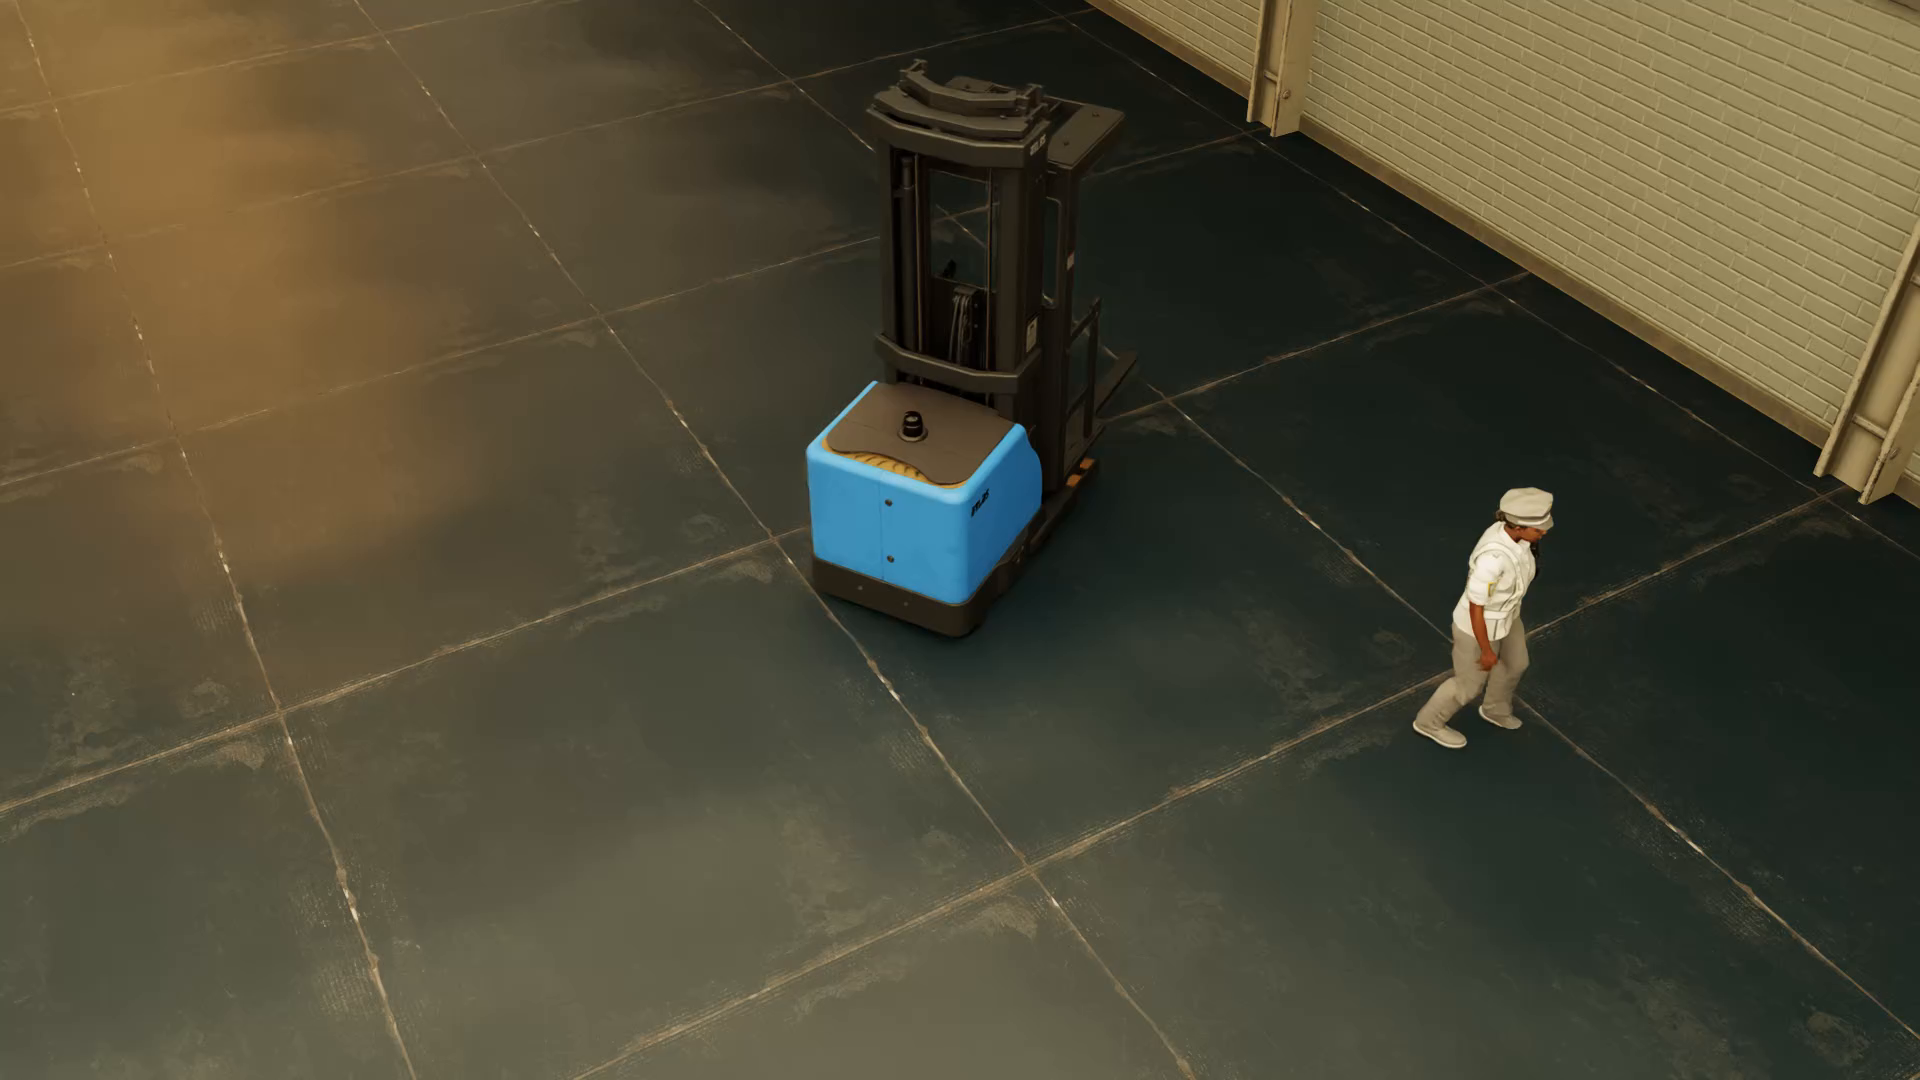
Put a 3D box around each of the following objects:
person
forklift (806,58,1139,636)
[{"bbox_3d":[2.758,0.445,8.549,0.533,1.711,0.568,23,45,25],"label":"person"},{"bbox_3d":[0.249,-1.506,9.852,1.130,2.935,3.031,18,43,21],"label":"forklift"}]
